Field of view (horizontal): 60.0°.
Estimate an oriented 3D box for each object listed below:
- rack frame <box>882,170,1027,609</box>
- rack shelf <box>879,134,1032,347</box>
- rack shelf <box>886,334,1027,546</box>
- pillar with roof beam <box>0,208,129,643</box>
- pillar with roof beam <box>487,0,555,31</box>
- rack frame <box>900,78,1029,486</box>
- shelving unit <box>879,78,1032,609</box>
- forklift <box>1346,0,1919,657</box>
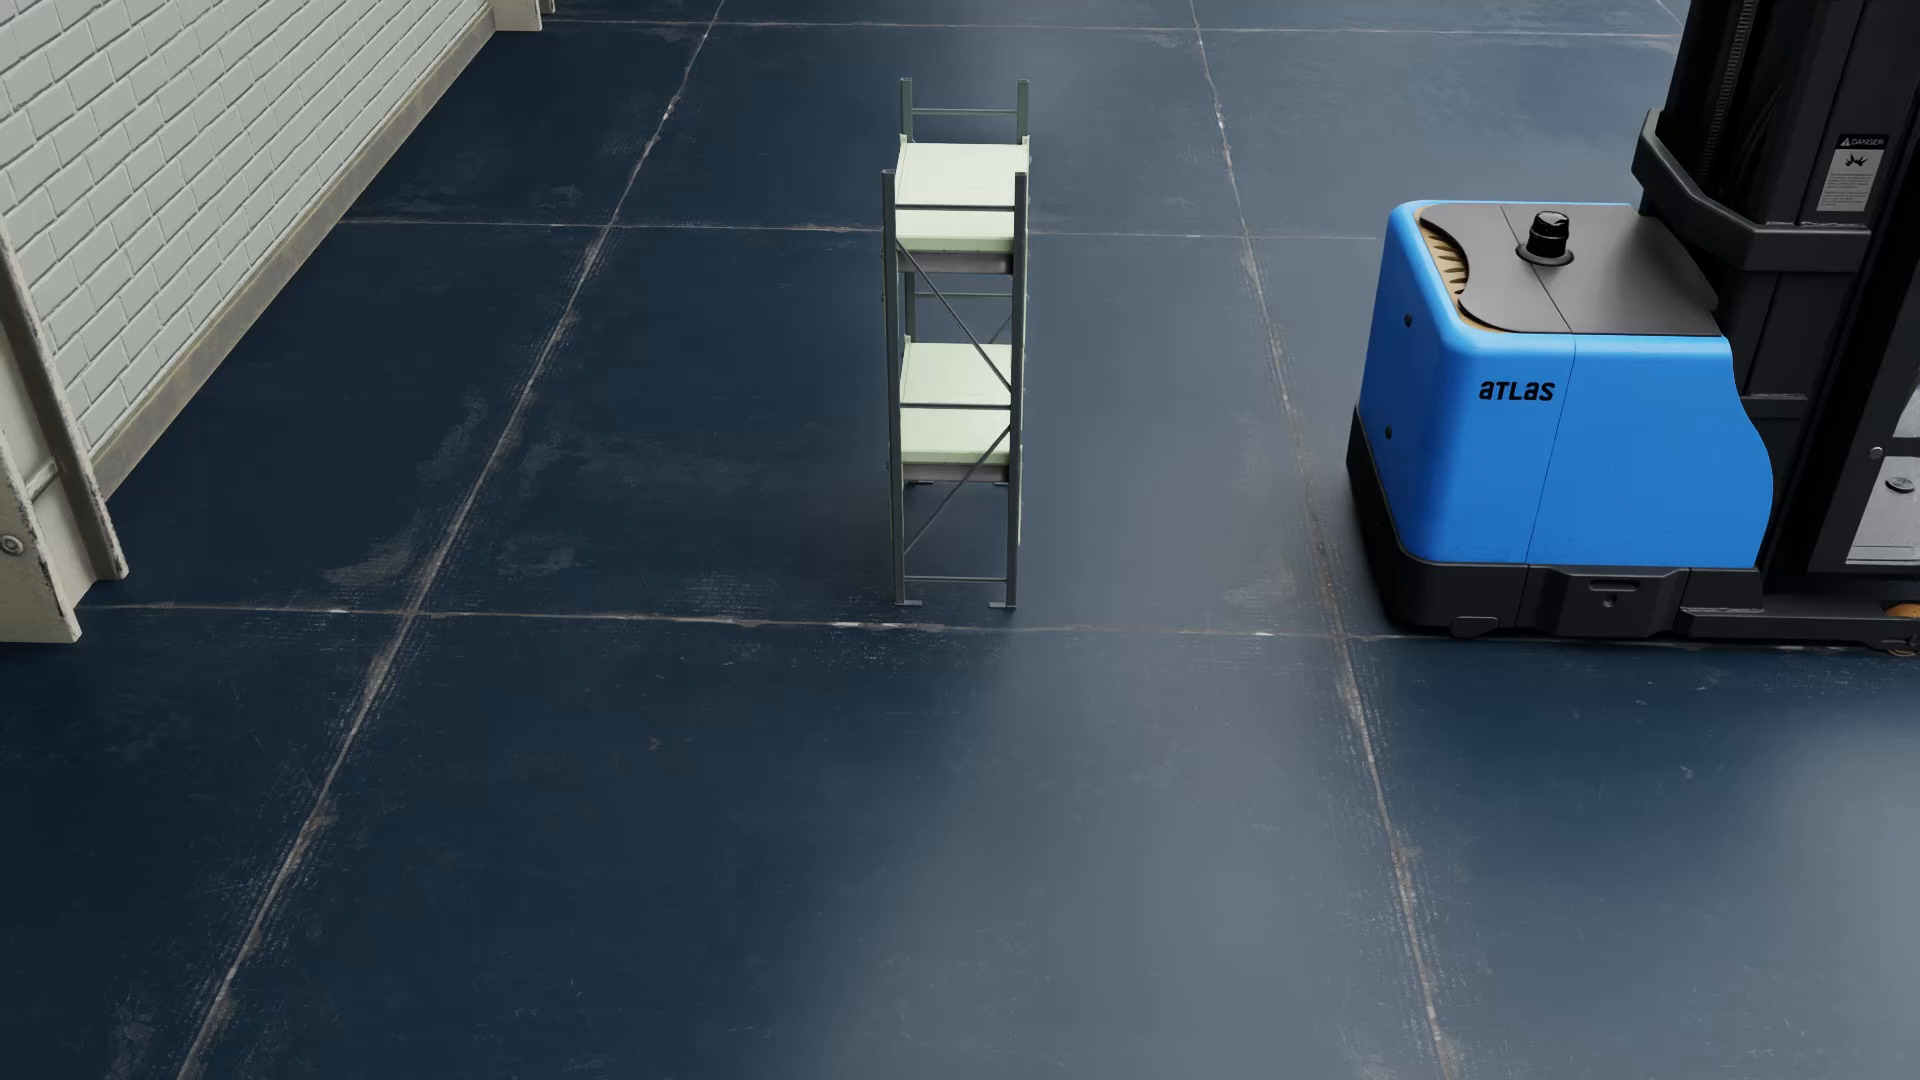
[{"bbox_3d":[-0.015,-0.399,5.014,0.400,1.500,0.023,1,35,2],"label":"rack frame"},{"bbox_3d":[0.000,-0.929,5.089,0.431,0.370,0.720,1,35,2],"label":"rack shelf"},{"bbox_3d":[0.000,-0.343,5.501,0.431,0.370,0.720,1,35,2],"label":"rack shelf"},{"bbox_3d":[1.341,-3.372,2.722,9.100,9.000,0.400,1,35,2],"label":"pillar with roof beam"},{"bbox_3d":[1.582,-6.819,7.627,9.100,9.000,0.400,1,35,2],"label":"pillar with roof beam"},{"bbox_3d":[0.014,-0.820,5.613,0.400,1.500,0.023,1,35,2],"label":"rack frame"},{"bbox_3d":[0.000,-0.610,5.313,0.431,1.500,0.755,1,35,2],"label":"shelving unit"},{"bbox_3d":[2.895,-1.142,4.826,3.031,2.935,1.130,1,35,2],"label":"forklift"}]
